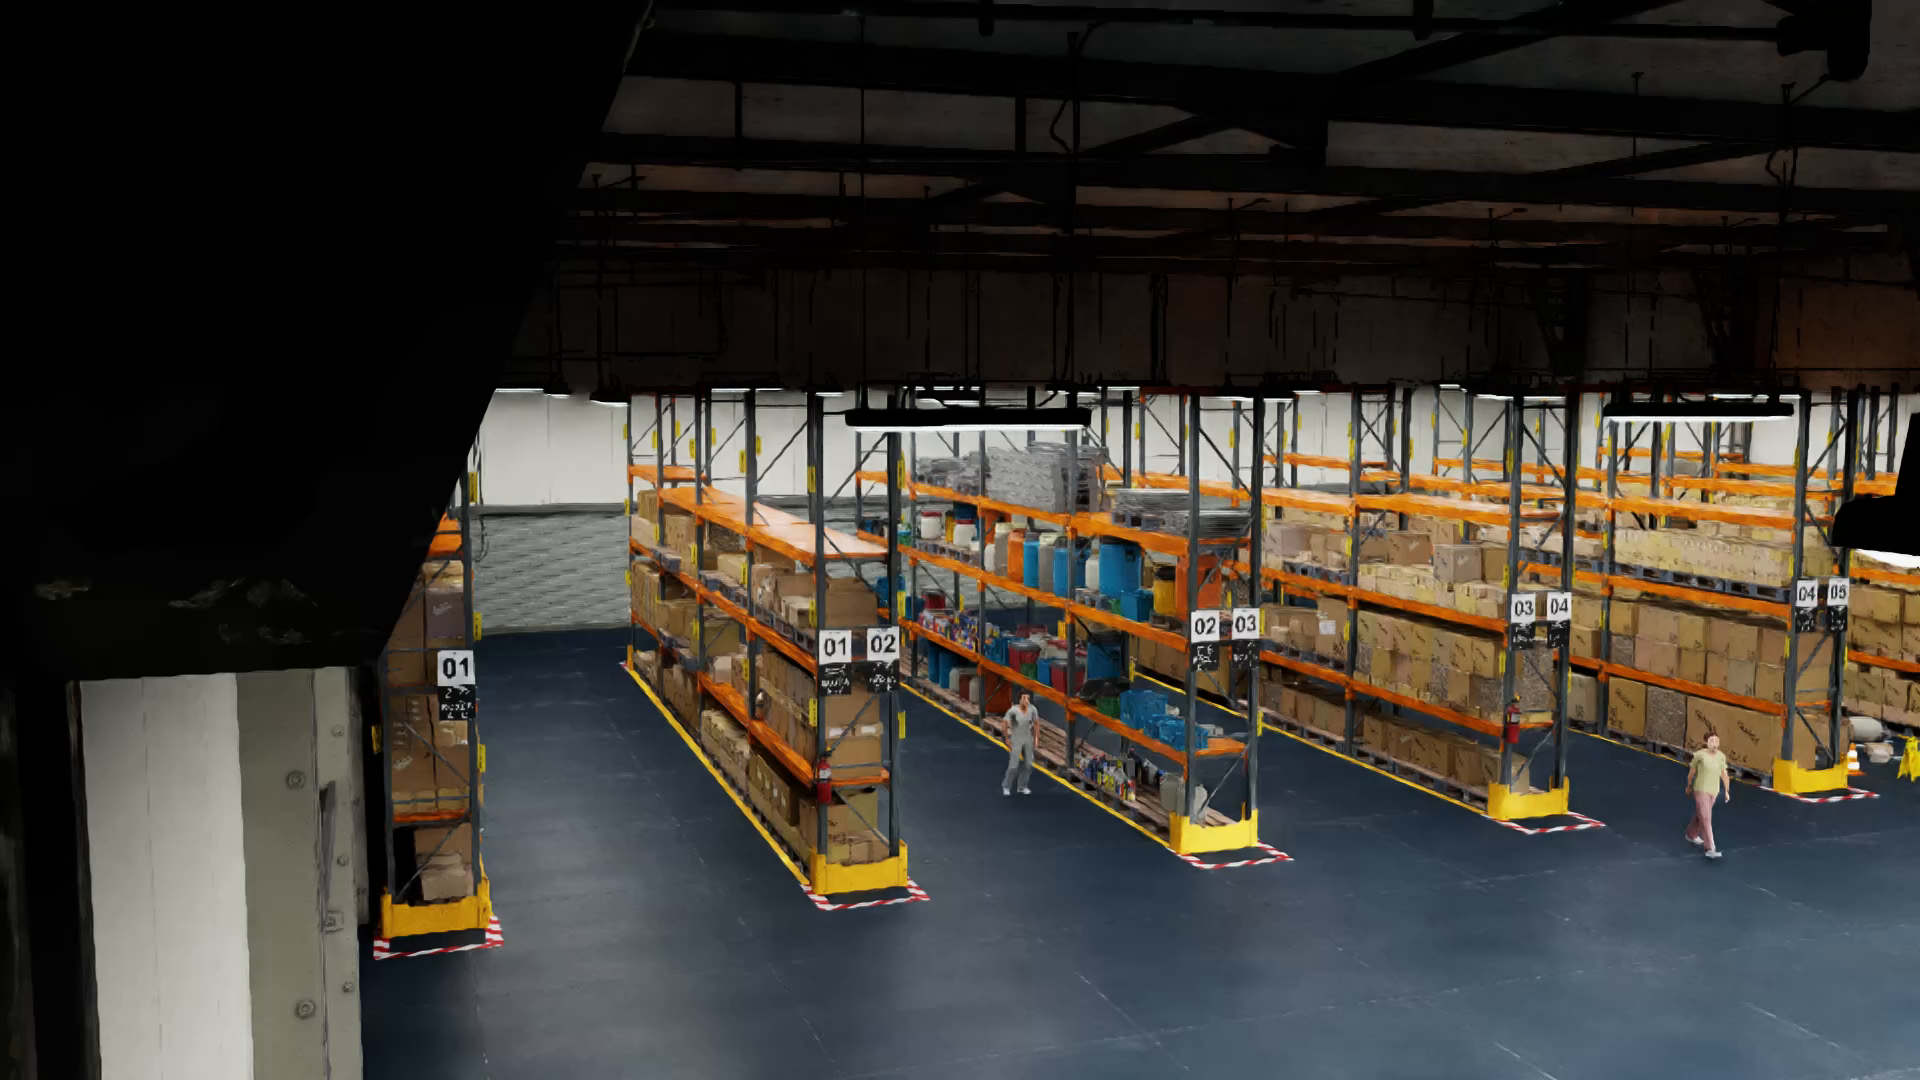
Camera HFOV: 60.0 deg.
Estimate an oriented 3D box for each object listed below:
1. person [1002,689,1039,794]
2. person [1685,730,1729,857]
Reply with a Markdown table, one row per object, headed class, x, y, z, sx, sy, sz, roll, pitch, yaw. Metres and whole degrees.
| class | x | y | z | sx | sy | sz | roll | pitch | yaw |
| --- | --- | --- | --- | --- | --- | --- | --- | --- | --- |
| person | 0.894 | 2.989 | 24.669 | 0.580 | 1.619 | 0.507 | -2 | 6 | -21 |
| person | 9.790 | 3.278 | 21.729 | 0.447 | 1.605 | 1.017 | -1 | 6 | -10 |
